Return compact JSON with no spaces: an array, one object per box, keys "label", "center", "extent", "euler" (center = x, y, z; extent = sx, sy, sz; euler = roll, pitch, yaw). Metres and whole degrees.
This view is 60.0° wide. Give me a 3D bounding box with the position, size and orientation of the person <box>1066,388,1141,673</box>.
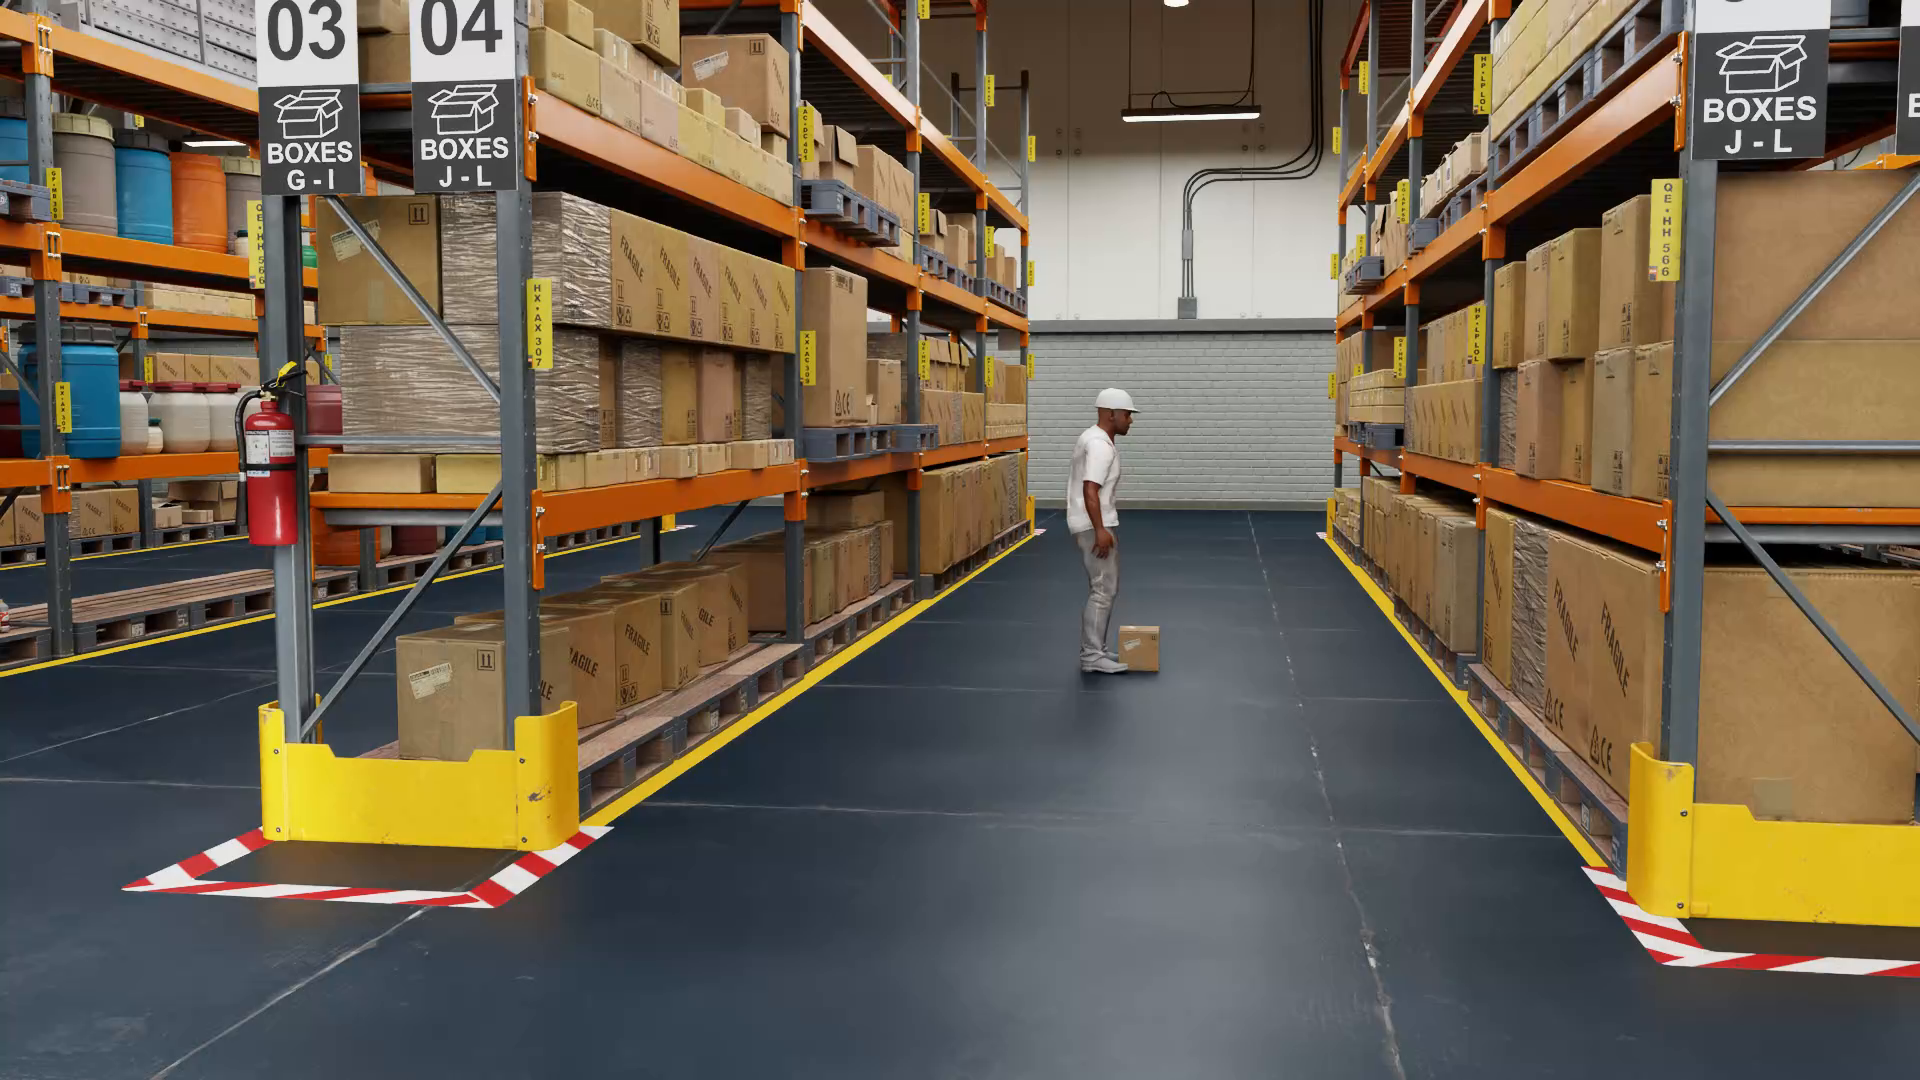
[{"label":"person","center":[0.896,-0.070,10.438],"extent":[0.460,1.760,0.625],"euler":[1,4,8]}]
